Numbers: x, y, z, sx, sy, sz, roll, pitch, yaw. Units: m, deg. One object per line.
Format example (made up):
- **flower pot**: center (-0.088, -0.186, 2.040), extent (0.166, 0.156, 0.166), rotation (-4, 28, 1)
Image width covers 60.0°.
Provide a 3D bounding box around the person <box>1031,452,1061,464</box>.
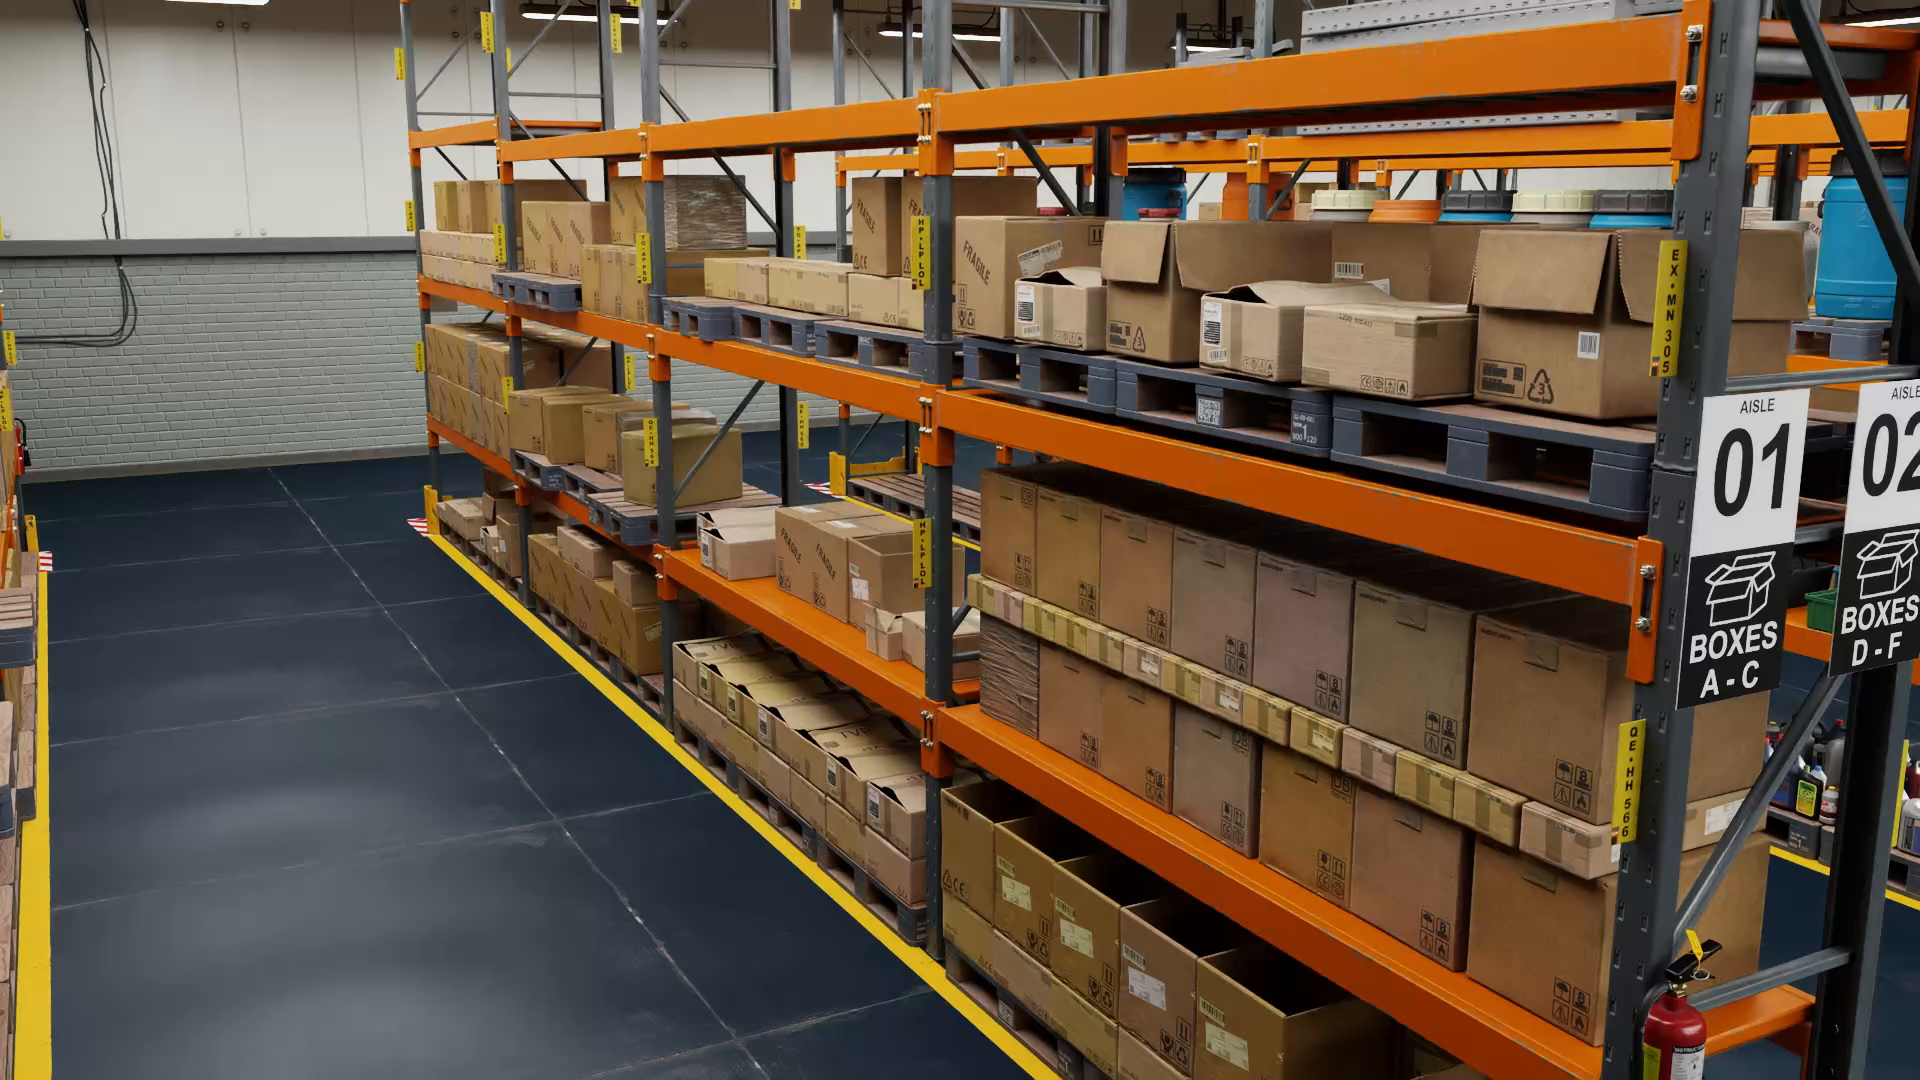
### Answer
- **person**: center (0.837, -0.022, 14.025), extent (0.861, 1.628, 0.451), rotation (-7, 13, -29)
